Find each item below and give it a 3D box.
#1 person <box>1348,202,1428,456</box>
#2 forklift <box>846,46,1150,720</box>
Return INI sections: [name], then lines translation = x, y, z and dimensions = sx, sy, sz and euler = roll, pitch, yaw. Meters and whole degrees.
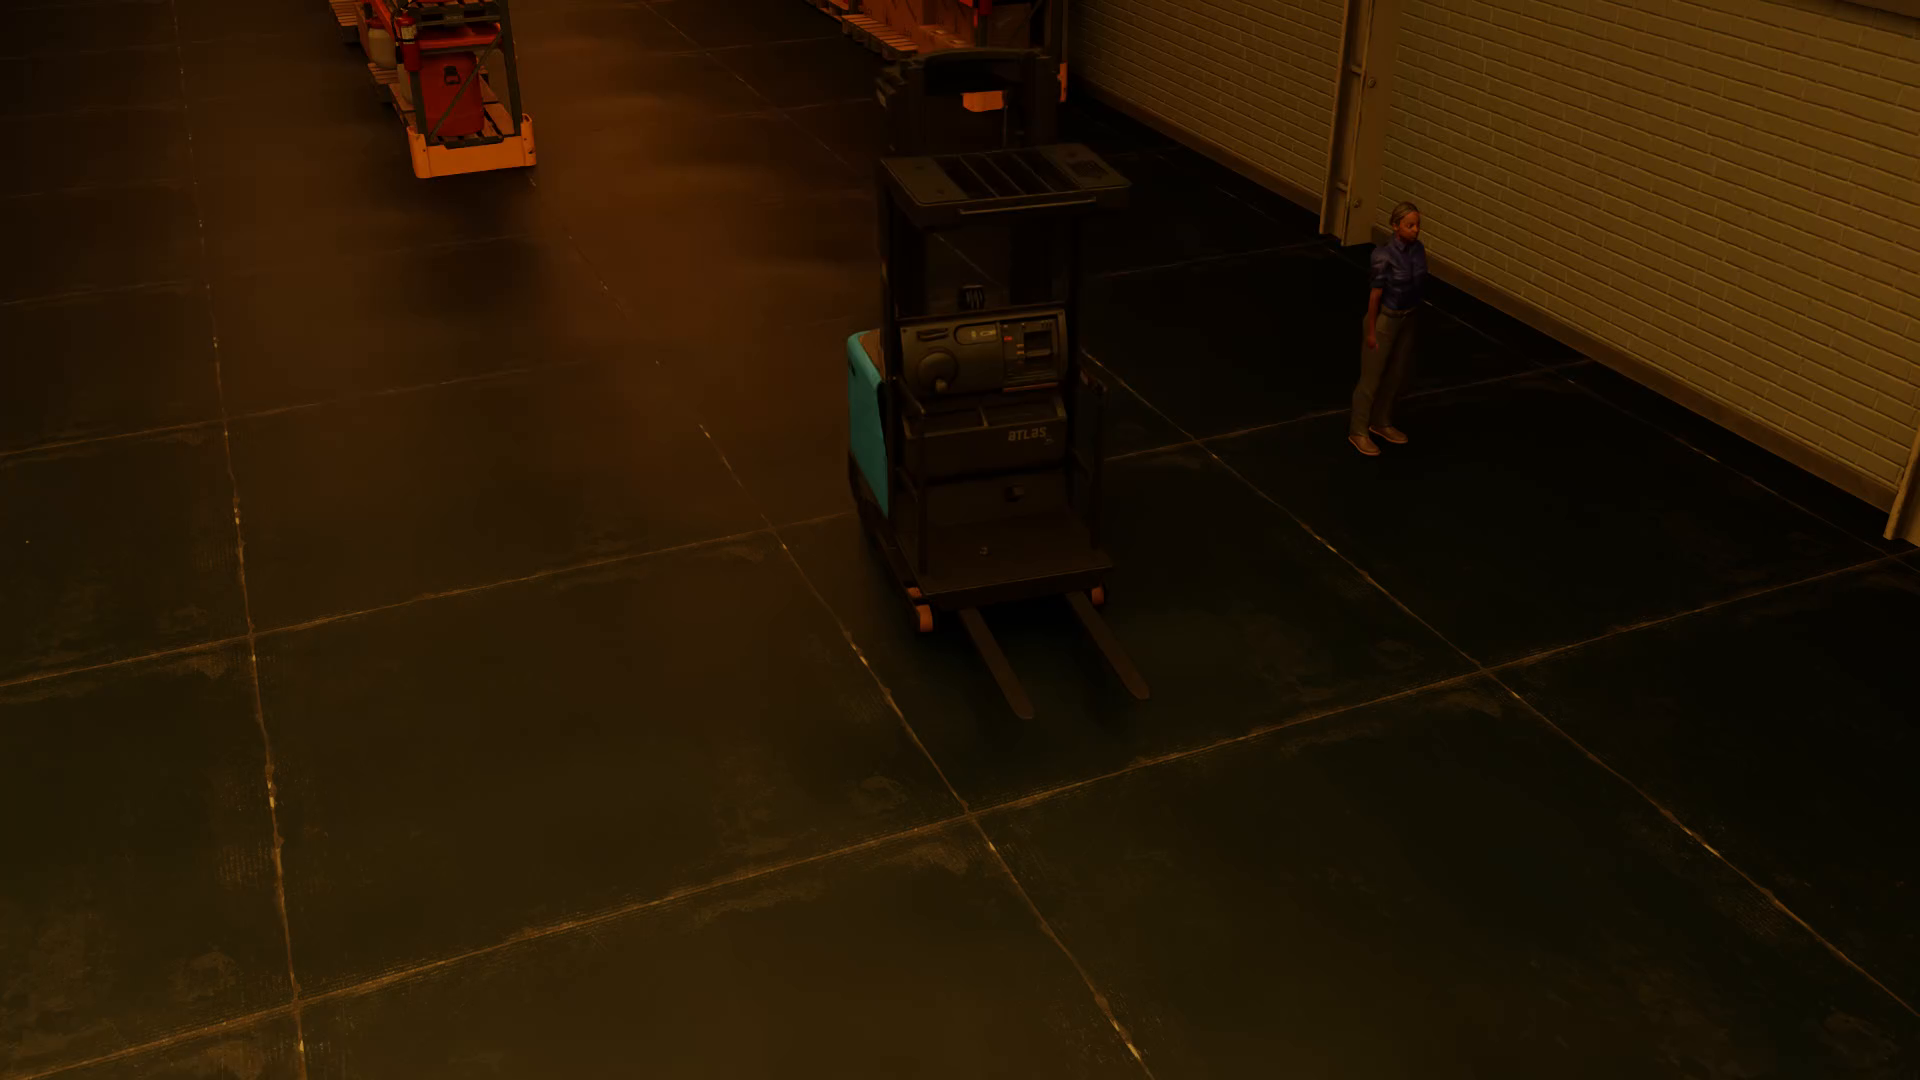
[person]
translation = 2.817, -1.383, 10.824
dimensions = 0.446, 1.662, 0.327
euler = -19, 35, -30
[forklift]
translation = 0.197, -0.972, 8.820
dimensions = 1.130, 2.935, 3.031
euler = -8, 31, -14
